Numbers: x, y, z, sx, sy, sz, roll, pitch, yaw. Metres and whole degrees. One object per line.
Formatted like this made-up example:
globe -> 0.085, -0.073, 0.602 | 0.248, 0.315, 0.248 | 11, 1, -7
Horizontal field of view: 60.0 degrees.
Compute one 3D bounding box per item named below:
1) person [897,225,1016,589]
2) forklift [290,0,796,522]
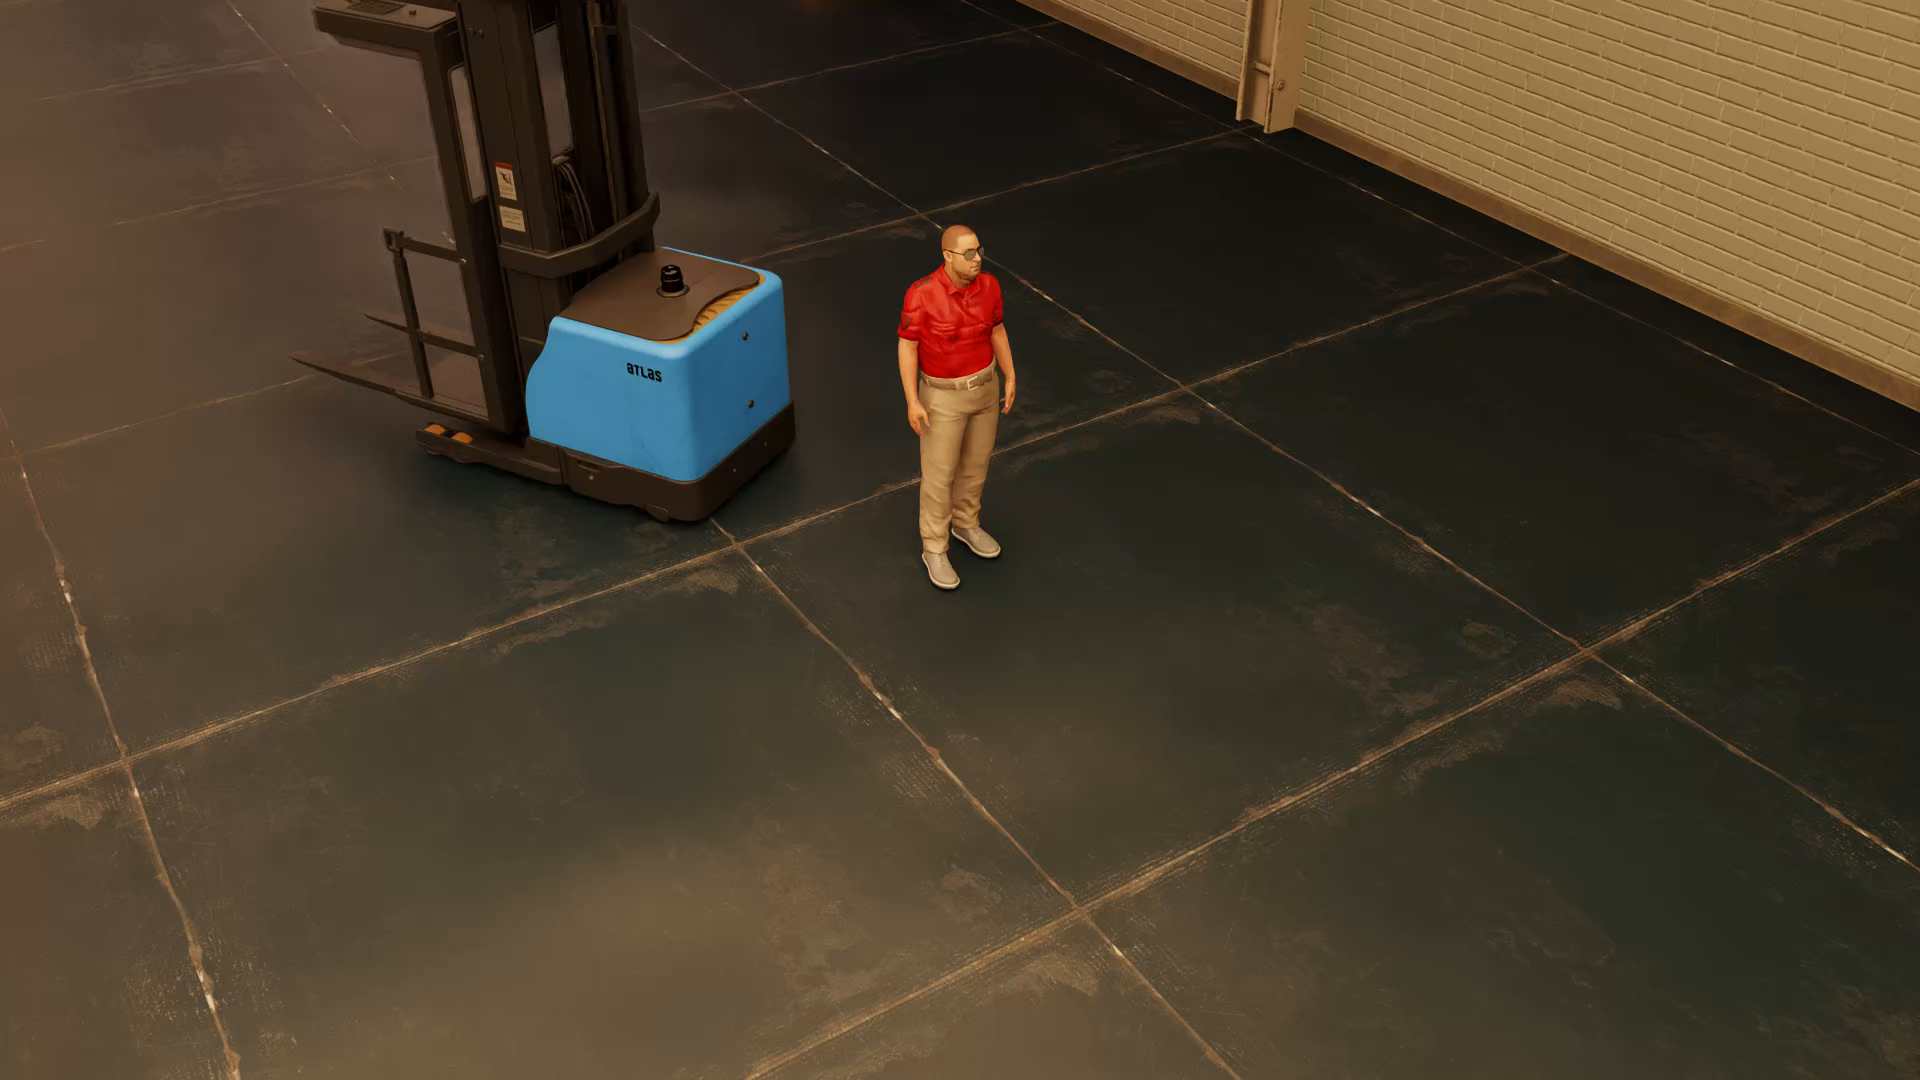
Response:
person -> 0.039, -0.667, 8.129 | 0.641, 1.727, 0.550 | -21, 40, -27
forklift -> -2.479, -1.881, 8.825 | 3.031, 2.935, 1.130 | 16, 38, 22
